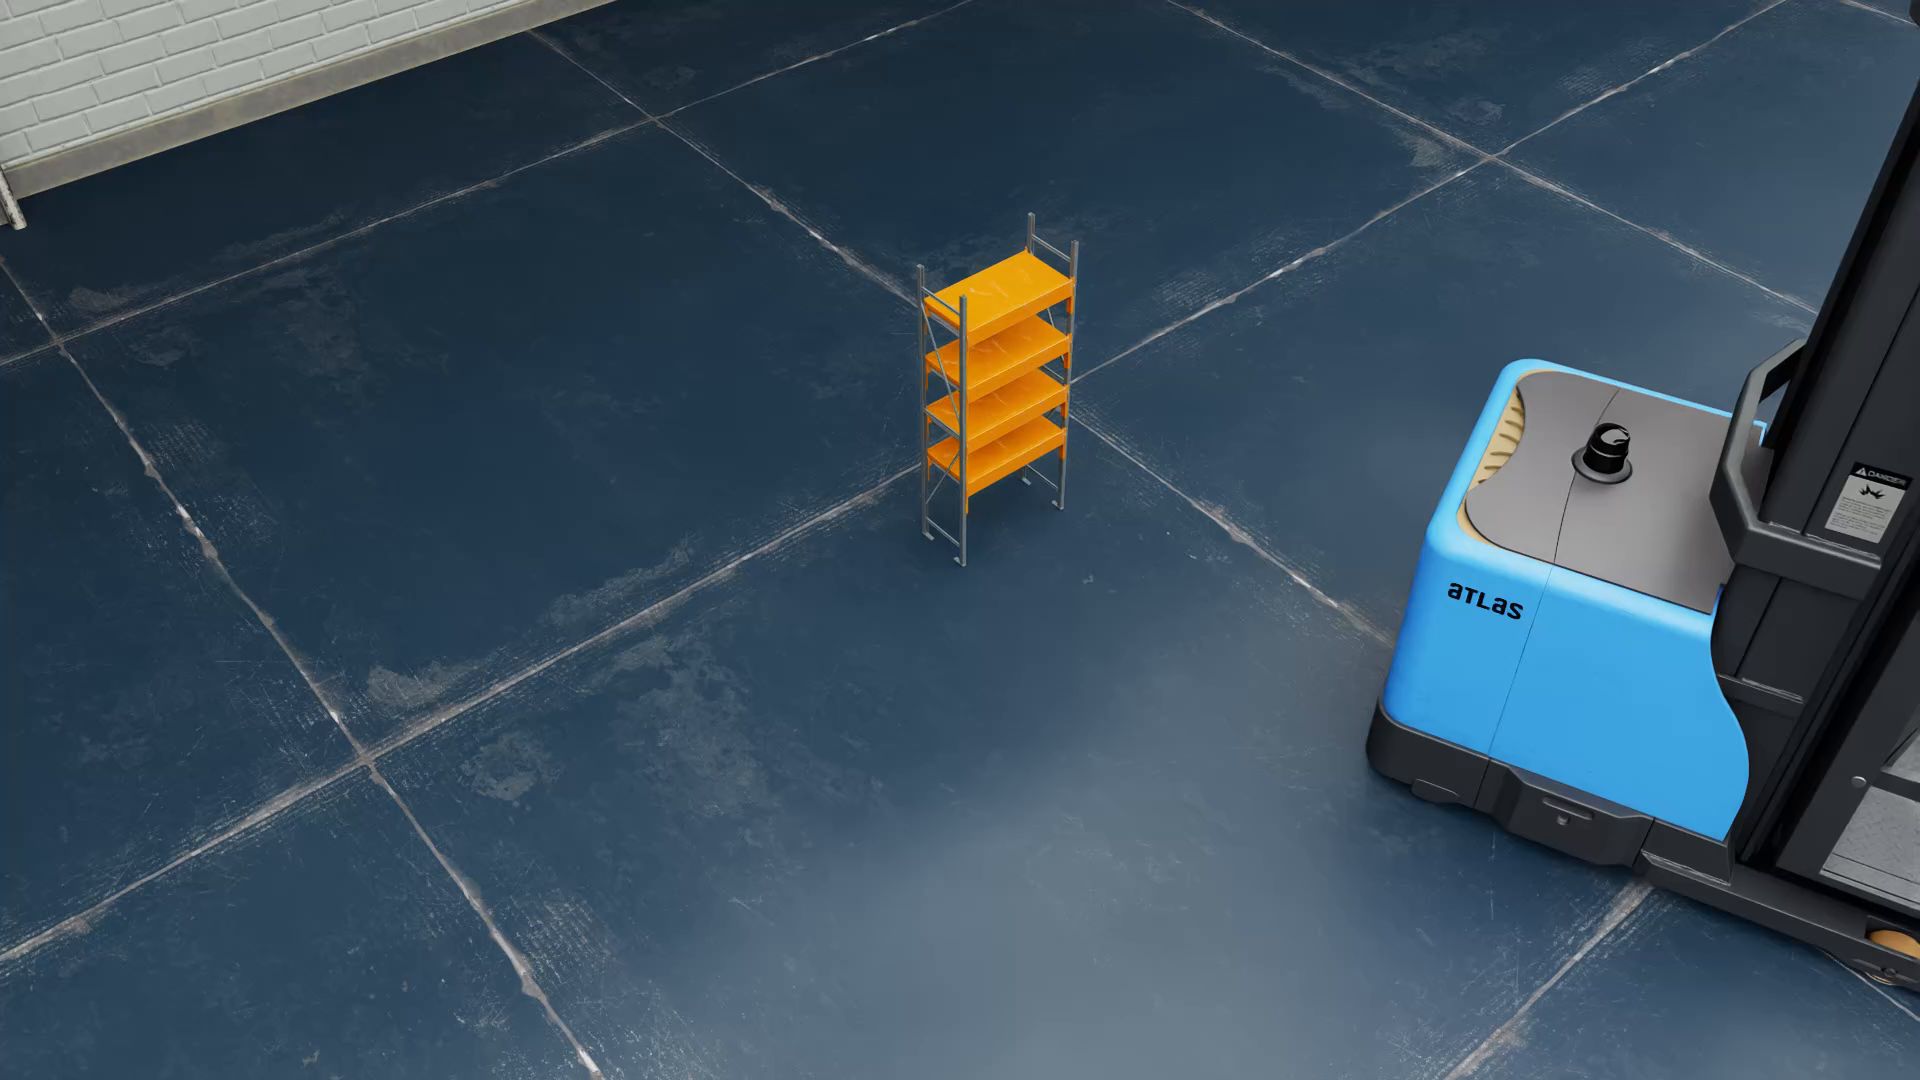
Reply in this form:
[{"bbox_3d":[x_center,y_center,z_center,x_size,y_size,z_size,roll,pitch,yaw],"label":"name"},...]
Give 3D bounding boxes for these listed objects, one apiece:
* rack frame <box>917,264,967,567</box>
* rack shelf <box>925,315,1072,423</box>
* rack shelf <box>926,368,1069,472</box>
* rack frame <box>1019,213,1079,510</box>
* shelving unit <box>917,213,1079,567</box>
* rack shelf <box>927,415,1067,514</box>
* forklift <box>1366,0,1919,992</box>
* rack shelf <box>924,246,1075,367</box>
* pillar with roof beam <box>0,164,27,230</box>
[{"bbox_3d":[-0.060,-0.403,5.803,0.015,1.200,0.240,-30,51,-28],"label":"rack frame"},{"bbox_3d":[0.127,-0.624,5.810,0.480,0.148,0.258,-30,51,-28],"label":"rack shelf"},{"bbox_3d":[0.127,-0.461,5.963,0.480,0.148,0.258,-30,51,-28],"label":"rack shelf"},{"bbox_3d":[0.314,-0.617,6.031,0.015,1.200,0.240,-30,51,-28],"label":"rack frame"},{"bbox_3d":[0.127,-0.510,5.917,0.503,1.200,0.258,-30,51,-28],"label":"shelving unit"},{"bbox_3d":[0.127,-0.316,6.099,0.480,0.148,0.258,-30,51,-28],"label":"rack shelf"},{"bbox_3d":[2.867,-0.126,4.243,3.031,2.935,1.130,20,47,20],"label":"forklift"},{"bbox_3d":[0.127,-0.796,5.648,0.480,0.148,0.258,-30,51,-28],"label":"rack shelf"},{"bbox_3d":[-1.874,-2.490,2.328,0.400,9.000,9.100,-30,51,-28],"label":"pillar with roof beam"}]
